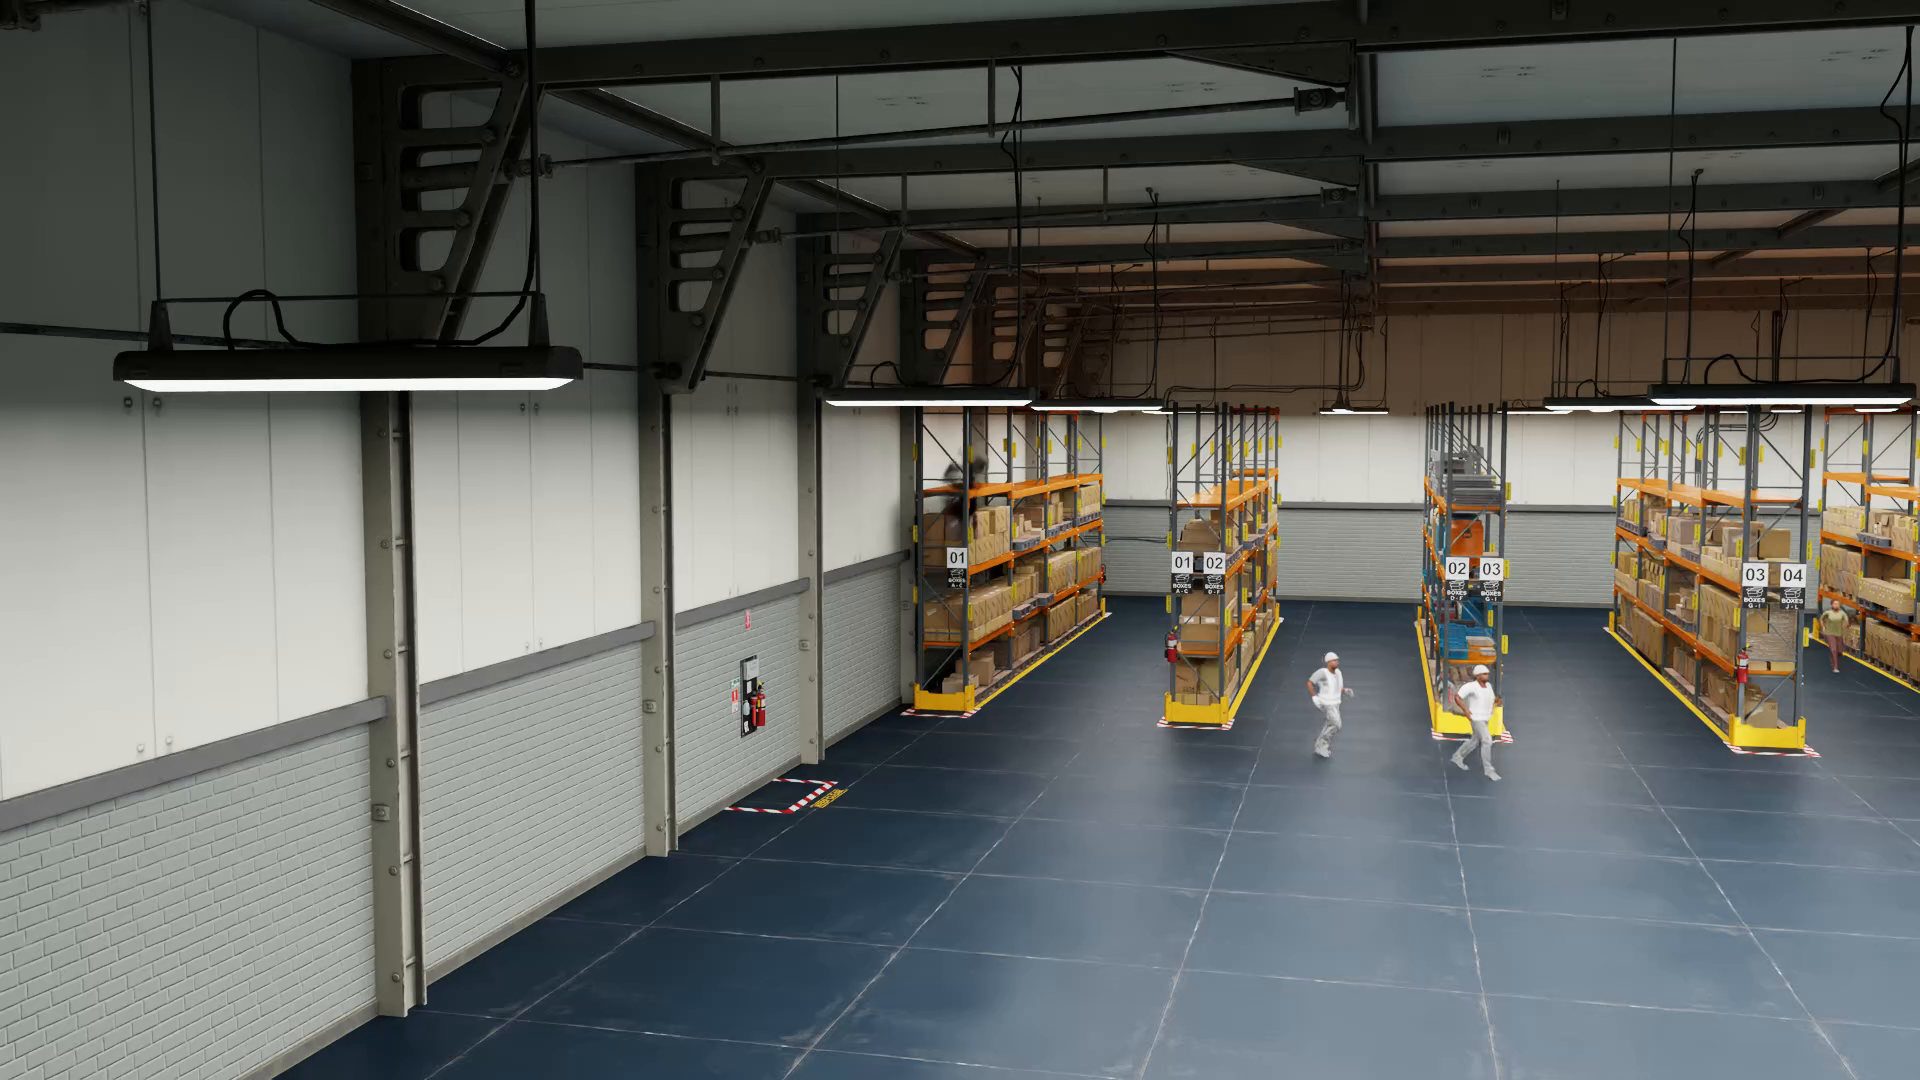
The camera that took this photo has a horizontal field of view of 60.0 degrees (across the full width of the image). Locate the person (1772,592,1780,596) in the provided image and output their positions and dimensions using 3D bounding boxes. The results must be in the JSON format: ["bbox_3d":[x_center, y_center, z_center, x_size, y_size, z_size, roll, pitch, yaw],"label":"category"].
[{"bbox_3d":[20.524,1.796,41.552,0.686,1.787,0.941,2,5,25],"label":"person"}]

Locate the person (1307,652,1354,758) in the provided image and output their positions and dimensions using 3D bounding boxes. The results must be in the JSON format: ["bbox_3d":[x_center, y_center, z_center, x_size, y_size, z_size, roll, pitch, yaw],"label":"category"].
[{"bbox_3d":[6.267,2.776,27.993,0.671,1.772,0.678,4,6,43],"label":"person"}]

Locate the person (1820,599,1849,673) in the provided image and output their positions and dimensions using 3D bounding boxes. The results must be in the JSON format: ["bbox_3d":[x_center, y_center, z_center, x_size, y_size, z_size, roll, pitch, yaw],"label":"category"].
[{"bbox_3d":[19.641,2.138,37.356,0.581,1.637,0.780,1,4,18],"label":"person"}]

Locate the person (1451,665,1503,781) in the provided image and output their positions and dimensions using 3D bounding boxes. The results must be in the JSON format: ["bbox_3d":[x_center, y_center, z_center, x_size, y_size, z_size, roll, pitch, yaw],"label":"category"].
[{"bbox_3d":[8.289,2.819,26.524,0.879,1.683,0.674,4,6,44],"label":"person"}]
